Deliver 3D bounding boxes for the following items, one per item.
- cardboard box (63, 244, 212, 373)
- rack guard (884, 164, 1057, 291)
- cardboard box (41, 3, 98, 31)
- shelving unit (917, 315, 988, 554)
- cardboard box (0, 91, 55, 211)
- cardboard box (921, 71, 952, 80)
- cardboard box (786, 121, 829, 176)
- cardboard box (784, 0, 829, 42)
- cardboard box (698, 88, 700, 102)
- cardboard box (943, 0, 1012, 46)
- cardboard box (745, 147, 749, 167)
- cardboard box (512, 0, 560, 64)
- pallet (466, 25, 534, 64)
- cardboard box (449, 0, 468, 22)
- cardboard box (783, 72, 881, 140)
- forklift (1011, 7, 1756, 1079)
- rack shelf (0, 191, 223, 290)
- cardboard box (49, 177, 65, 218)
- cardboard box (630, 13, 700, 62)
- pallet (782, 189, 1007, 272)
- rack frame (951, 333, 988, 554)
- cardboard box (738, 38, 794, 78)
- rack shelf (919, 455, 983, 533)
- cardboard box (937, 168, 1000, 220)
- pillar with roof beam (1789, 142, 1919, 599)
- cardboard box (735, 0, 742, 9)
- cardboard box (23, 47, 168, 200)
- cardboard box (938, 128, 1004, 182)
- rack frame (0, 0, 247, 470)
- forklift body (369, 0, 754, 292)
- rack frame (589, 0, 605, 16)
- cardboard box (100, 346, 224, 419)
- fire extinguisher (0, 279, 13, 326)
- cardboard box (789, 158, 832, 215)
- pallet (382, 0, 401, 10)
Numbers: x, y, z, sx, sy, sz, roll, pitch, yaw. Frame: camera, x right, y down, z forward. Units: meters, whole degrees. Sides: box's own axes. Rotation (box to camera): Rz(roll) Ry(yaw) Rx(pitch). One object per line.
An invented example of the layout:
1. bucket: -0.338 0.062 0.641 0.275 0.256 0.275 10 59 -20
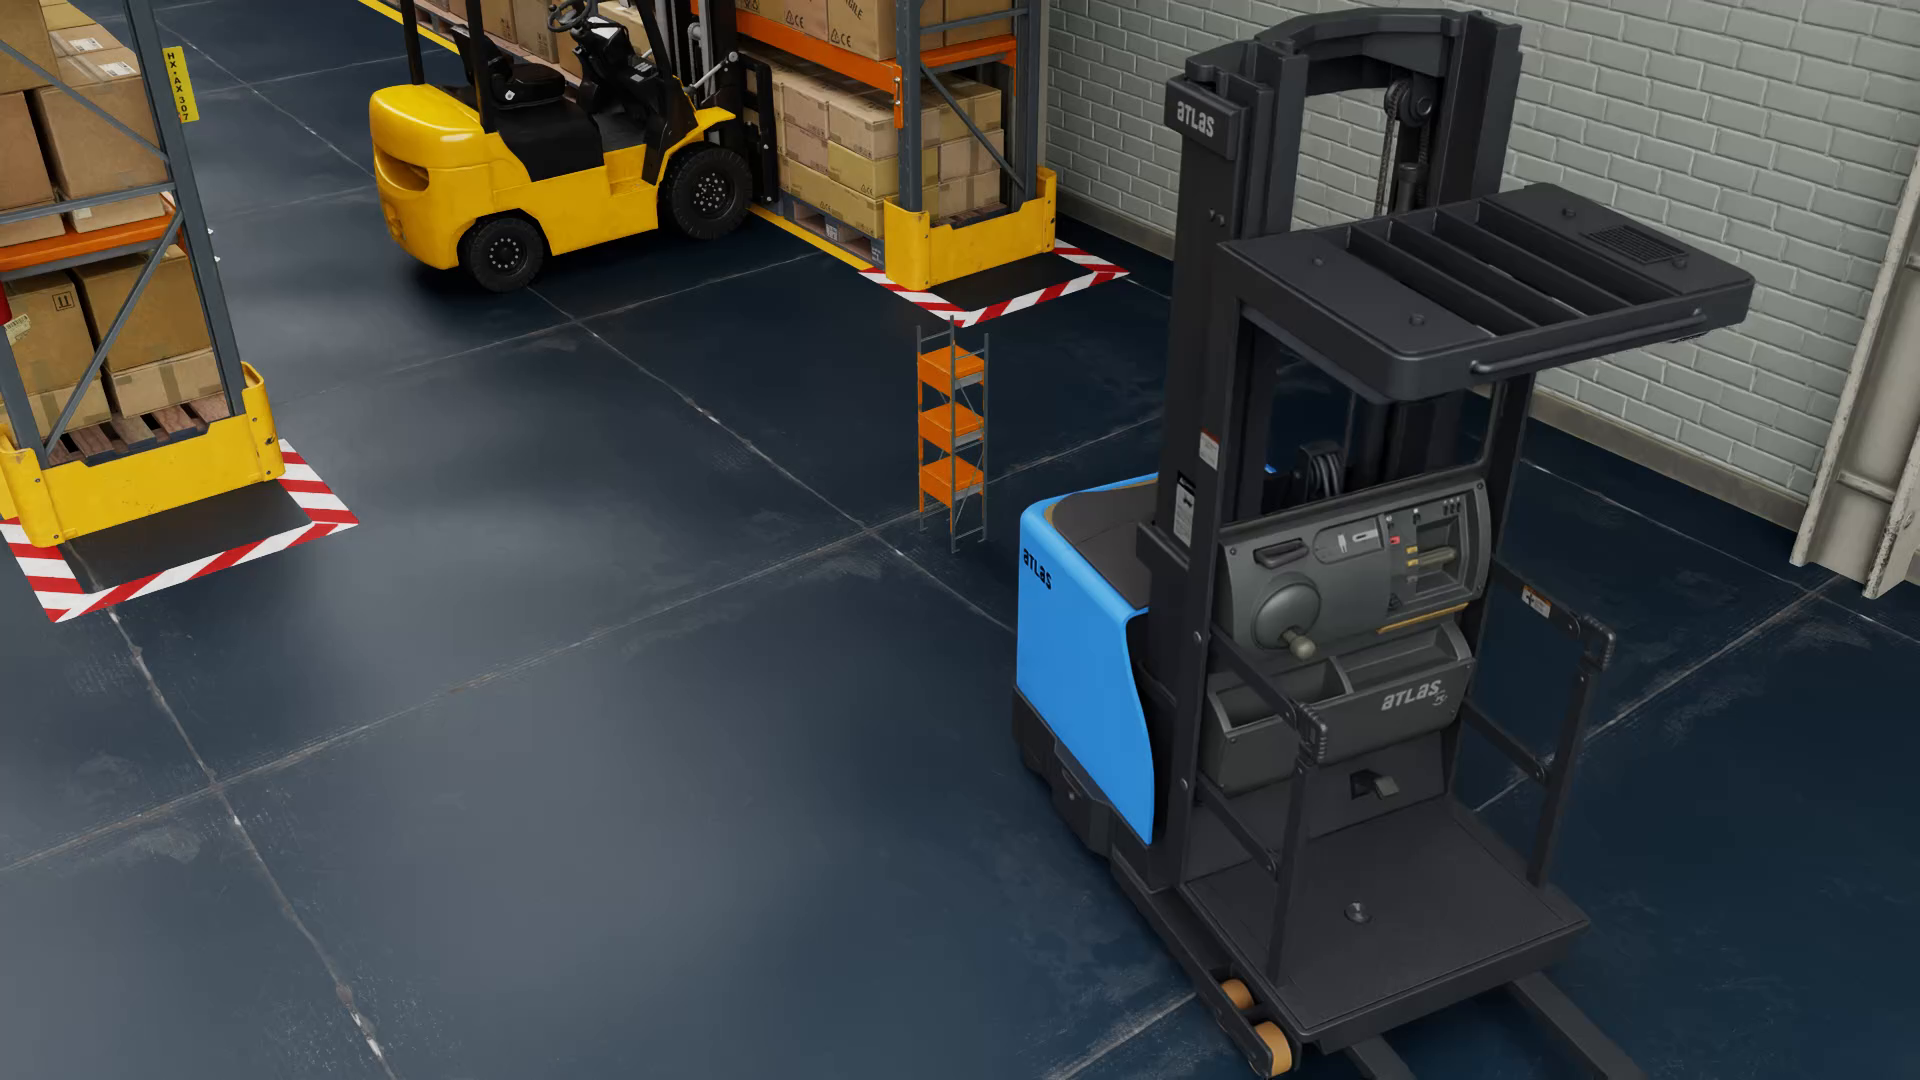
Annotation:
1. cardboard box: -4.151 -1.218 8.365 0.500 0.500 0.500 -24 39 -33
2. rack guard: 0.074 -1.989 10.479 1.175 0.500 0.348 -22 38 -31
3. cardboard box: -4.564 -2.336 8.292 0.500 0.500 0.500 -23 39 -32
4. shelving unit: -0.033 -0.468 7.509 0.215 1.050 0.252 -22 38 -31
5. cardboard box: -4.410 -1.760 7.363 0.500 0.500 0.500 -23 39 -32
6. cardboard box: -0.395 -2.965 10.941 0.500 0.250 0.500 -22 38 -31
7. cardboard box: -0.785 -2.598 10.824 0.500 0.250 0.500 -23 38 -32
8. cardboard box: -0.761 -3.443 10.356 0.500 0.500 0.500 -21 38 -30
9. cardboard box: -1.731 -3.227 11.837 0.500 0.250 0.500 -23 38 -32
10. cardboard box: -0.025 -3.400 10.286 0.500 0.500 0.500 -21 37 -30
11. cardboard box: -1.412 -2.796 11.617 0.500 0.250 0.500 -21 38 -30
12. cardboard box: -3.192 -4.438 13.904 0.875 0.625 0.625 -23 38 -32
13. pallet: -3.629 -4.347 14.549 1.003 0.211 1.213 -22 38 -31
14. cardboard box: -4.068 -5.031 14.860 0.875 0.625 0.625 -21 37 -30
15. cardboard box: -0.787 -2.798 10.673 0.500 0.250 0.500 -22 38 -31
16. forklift: 1.276 0.137 4.751 1.130 2.935 3.031 -14 34 -21
17. rack shelf: -5.086 -1.982 8.779 1.077 0.370 4.000 -22 38 -31
18. cardboard box: -4.070 -1.656 7.811 0.380 0.149 0.250 -22 38 -31
19. cardboard box: -2.039 -3.644 12.034 0.500 0.250 0.500 -22 38 -31
20. pallet: -0.443 -2.182 11.063 1.003 0.211 1.213 -22 38 -31
21. rack frame: 0.042 -0.417 7.427 0.200 1.050 0.008 -22 38 -31
22. cardboard box: -1.409 -3.219 11.350 0.500 0.250 0.500 -23 39 -32
23. rack shelf: -0.033 -0.223 7.661 0.215 0.259 0.240 -22 38 -31
24. cardboard box: -0.088 -2.339 10.882 0.500 0.250 0.500 -22 38 -31
25. pillar with roof beam: 0.623 -2.298 2.921 9.100 9.000 0.400 -22 38 -31
26. cardboard box: -1.392 -3.862 11.031 0.500 0.500 0.500 -22 38 -31
27. cardboard box: -3.931 -1.910 7.605 0.500 0.500 0.500 -23 39 -32
28. cardboard box: -0.065 -2.547 10.742 0.500 0.250 0.500 -21 38 -31
29. rack frame: -3.859 -1.454 7.247 1.000 3.000 0.127 -22 38 -31
30. forklift body: -2.545 -2.901 10.382 2.313 2.155 1.214 -22 38 -31
31. rack frame: -2.394 -4.728 12.520 1.000 3.000 0.127 -22 38 -31
32. cardboard box: -4.136 -0.890 8.547 0.500 0.250 0.500 -23 38 -32
33. fire extinguisher: -4.153 -1.224 6.951 0.296 0.674 0.183 -22 38 -31
34. cardboard box: -0.776 -2.375 10.940 0.500 0.250 0.500 -22 38 -31
35. pallet: -5.274 -5.534 16.460 1.003 0.211 1.213 -22 38 -31
